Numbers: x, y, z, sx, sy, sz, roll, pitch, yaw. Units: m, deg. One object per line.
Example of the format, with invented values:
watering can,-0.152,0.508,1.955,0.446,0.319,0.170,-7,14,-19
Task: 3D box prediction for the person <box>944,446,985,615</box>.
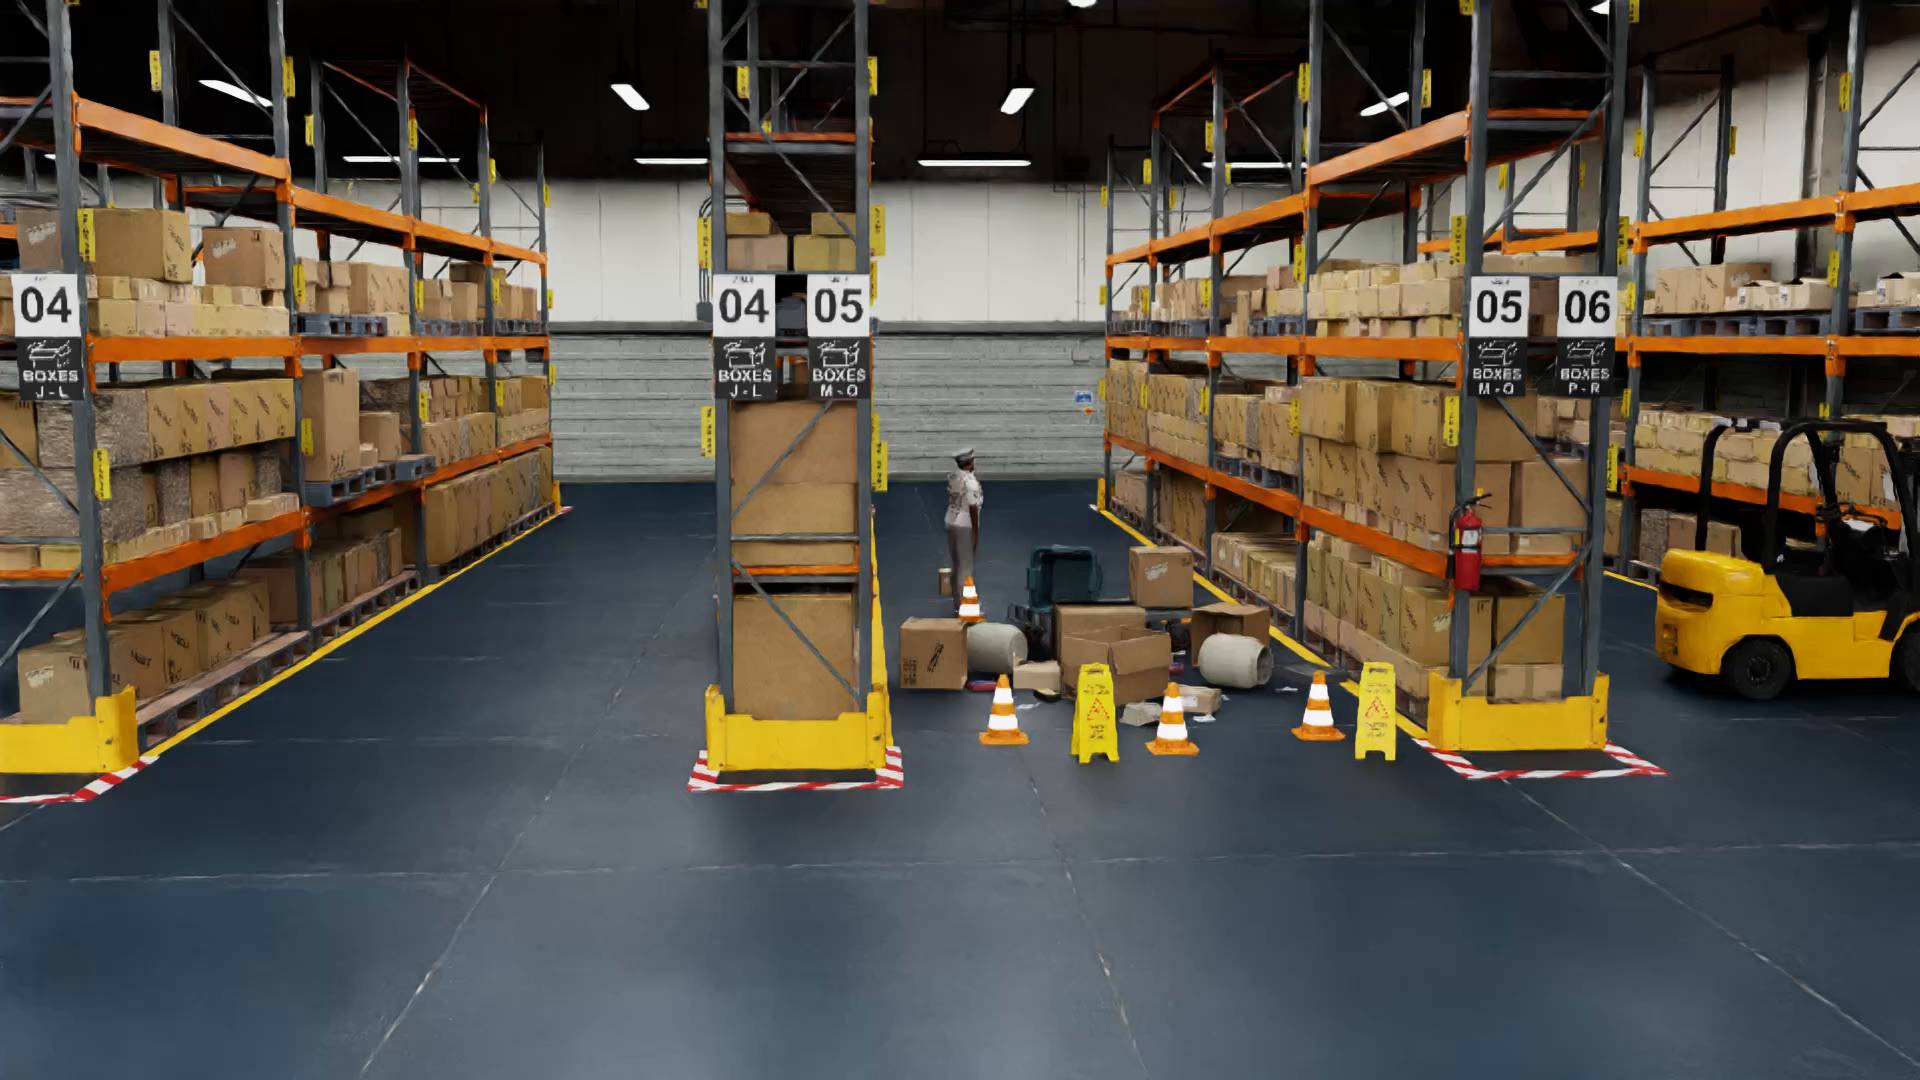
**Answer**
person,0.082,-0.100,16.799,0.430,1.685,0.519,-4,8,-30
